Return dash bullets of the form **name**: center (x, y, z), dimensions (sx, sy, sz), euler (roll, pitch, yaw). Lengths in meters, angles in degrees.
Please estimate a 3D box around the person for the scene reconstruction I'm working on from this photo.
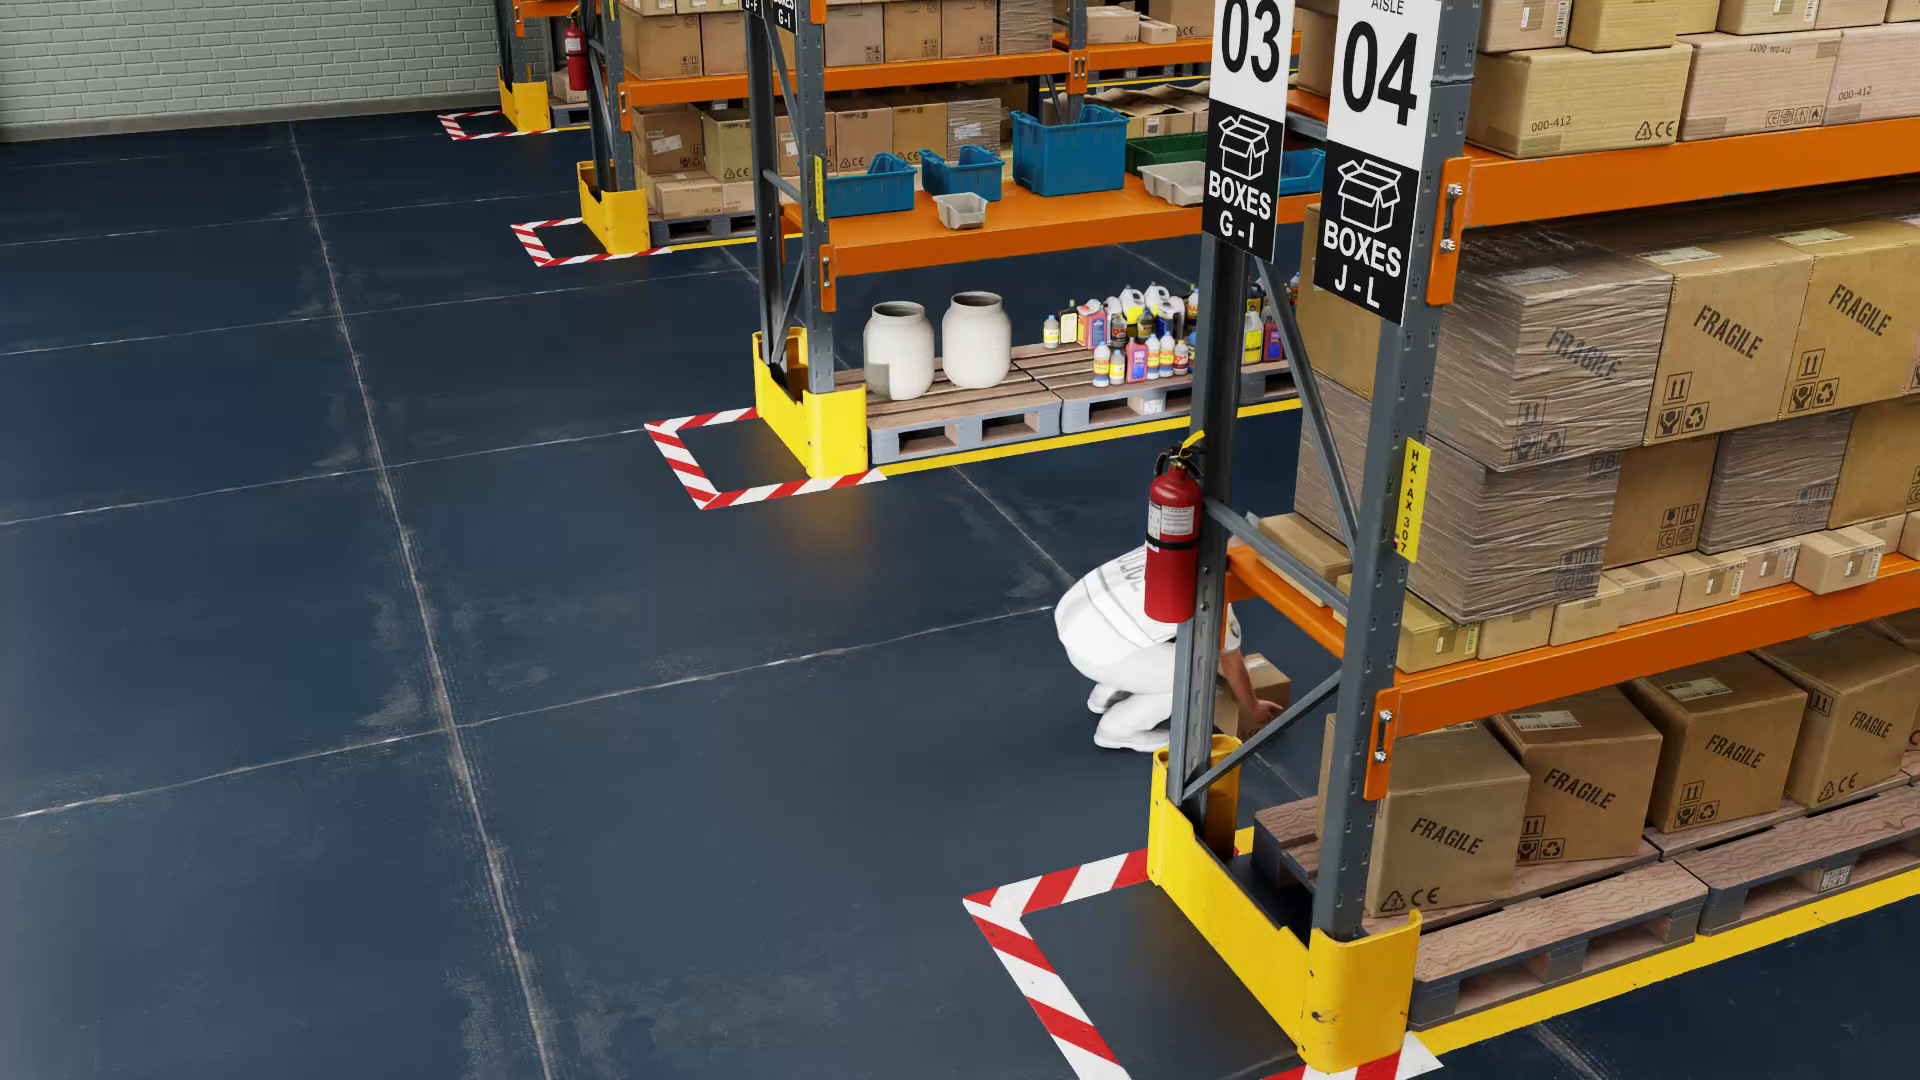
- **person**: center (0.867, 0.357, 6.819), dimensions (0.954, 0.931, 0.559), euler (-1, 26, -2)
